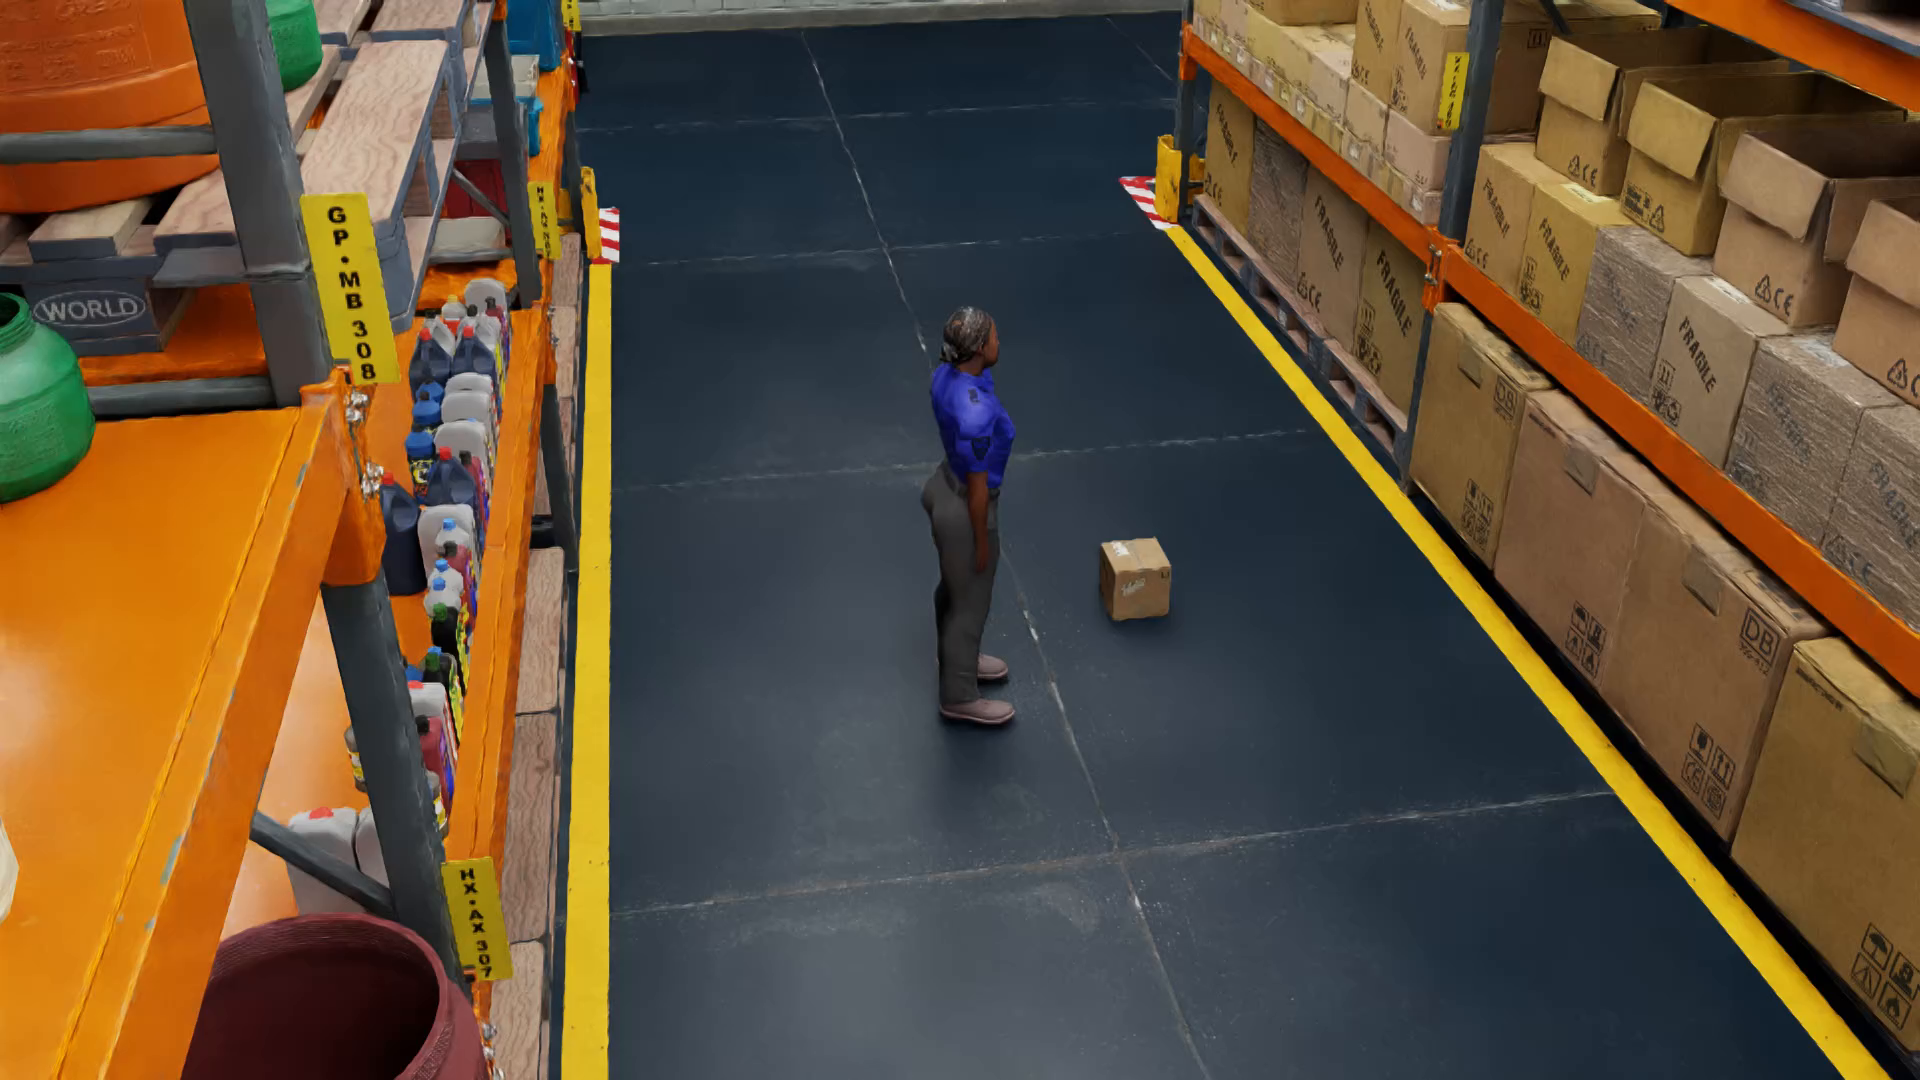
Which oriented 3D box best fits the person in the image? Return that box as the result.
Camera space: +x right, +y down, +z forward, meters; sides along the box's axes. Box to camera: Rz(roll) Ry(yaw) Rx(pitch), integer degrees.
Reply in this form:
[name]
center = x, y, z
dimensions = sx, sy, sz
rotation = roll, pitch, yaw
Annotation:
[person]
center = 0.044, -0.105, 6.271
dimensions = 0.349, 1.664, 0.493
rotation = -7, 32, -12
